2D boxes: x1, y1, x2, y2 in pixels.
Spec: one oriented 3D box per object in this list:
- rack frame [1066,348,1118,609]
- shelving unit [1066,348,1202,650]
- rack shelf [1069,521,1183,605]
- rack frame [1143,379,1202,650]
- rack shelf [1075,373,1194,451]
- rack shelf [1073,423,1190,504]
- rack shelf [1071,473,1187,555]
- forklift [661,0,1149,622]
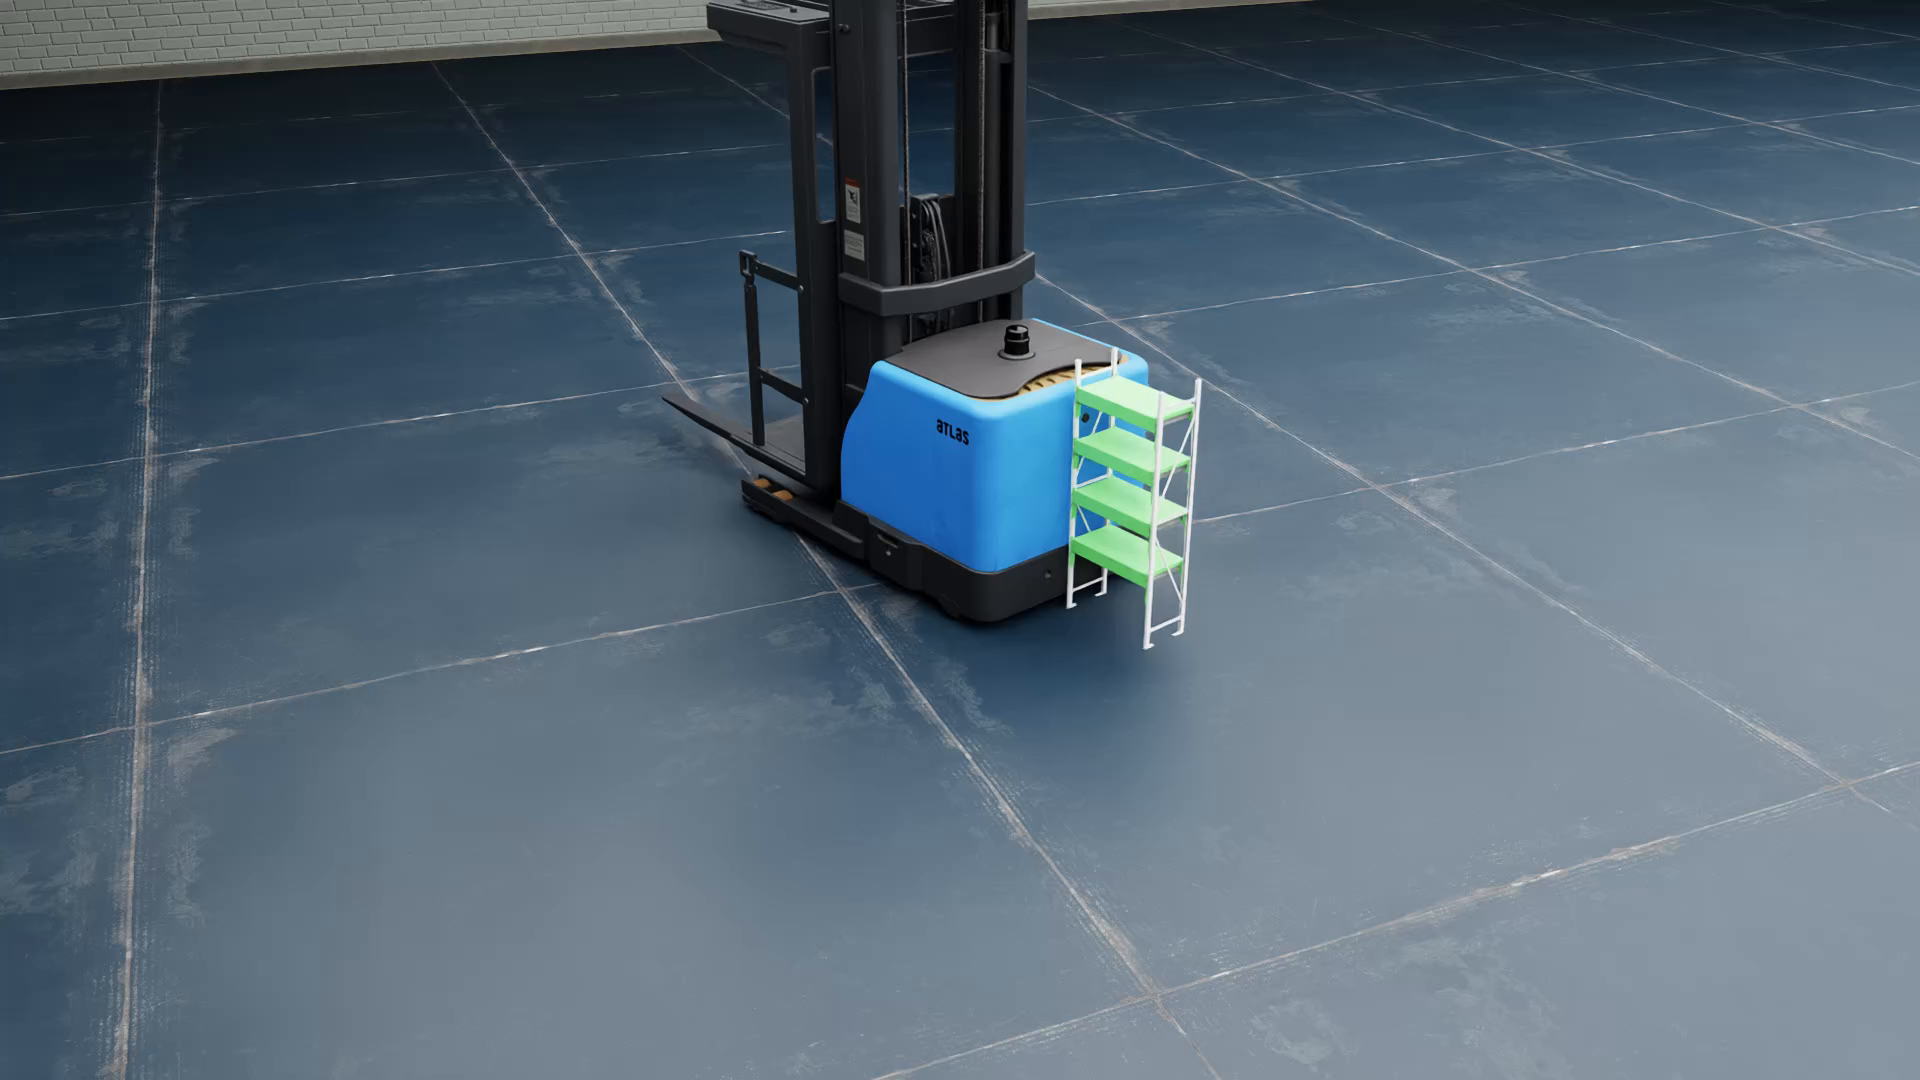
[{"bbox_3d":[0.586,-0.259,7.407,0.240,1.200,0.015,-20,33,-35],"label":"rack frame"},{"bbox_3d":[0.743,-0.176,7.240,0.258,1.200,0.503,-20,33,-35],"label":"shelving unit"},{"bbox_3d":[0.742,0.096,7.375,0.258,0.148,0.480,-20,33,-35],"label":"rack shelf"},{"bbox_3d":[0.900,-0.093,7.073,0.240,1.200,0.015,-20,33,-35],"label":"rack frame"},{"bbox_3d":[0.744,-0.549,7.056,0.258,0.148,0.480,-20,33,-35],"label":"rack shelf"},{"bbox_3d":[0.743,-0.334,7.162,0.258,0.148,0.480,-20,33,-35],"label":"rack shelf"},{"bbox_3d":[0.743,-0.119,7.268,0.258,0.148,0.480,-20,33,-35],"label":"rack shelf"},{"bbox_3d":[-0.467,-1.528,8.038,1.130,2.935,3.031,-20,33,-35],"label":"forklift"}]
